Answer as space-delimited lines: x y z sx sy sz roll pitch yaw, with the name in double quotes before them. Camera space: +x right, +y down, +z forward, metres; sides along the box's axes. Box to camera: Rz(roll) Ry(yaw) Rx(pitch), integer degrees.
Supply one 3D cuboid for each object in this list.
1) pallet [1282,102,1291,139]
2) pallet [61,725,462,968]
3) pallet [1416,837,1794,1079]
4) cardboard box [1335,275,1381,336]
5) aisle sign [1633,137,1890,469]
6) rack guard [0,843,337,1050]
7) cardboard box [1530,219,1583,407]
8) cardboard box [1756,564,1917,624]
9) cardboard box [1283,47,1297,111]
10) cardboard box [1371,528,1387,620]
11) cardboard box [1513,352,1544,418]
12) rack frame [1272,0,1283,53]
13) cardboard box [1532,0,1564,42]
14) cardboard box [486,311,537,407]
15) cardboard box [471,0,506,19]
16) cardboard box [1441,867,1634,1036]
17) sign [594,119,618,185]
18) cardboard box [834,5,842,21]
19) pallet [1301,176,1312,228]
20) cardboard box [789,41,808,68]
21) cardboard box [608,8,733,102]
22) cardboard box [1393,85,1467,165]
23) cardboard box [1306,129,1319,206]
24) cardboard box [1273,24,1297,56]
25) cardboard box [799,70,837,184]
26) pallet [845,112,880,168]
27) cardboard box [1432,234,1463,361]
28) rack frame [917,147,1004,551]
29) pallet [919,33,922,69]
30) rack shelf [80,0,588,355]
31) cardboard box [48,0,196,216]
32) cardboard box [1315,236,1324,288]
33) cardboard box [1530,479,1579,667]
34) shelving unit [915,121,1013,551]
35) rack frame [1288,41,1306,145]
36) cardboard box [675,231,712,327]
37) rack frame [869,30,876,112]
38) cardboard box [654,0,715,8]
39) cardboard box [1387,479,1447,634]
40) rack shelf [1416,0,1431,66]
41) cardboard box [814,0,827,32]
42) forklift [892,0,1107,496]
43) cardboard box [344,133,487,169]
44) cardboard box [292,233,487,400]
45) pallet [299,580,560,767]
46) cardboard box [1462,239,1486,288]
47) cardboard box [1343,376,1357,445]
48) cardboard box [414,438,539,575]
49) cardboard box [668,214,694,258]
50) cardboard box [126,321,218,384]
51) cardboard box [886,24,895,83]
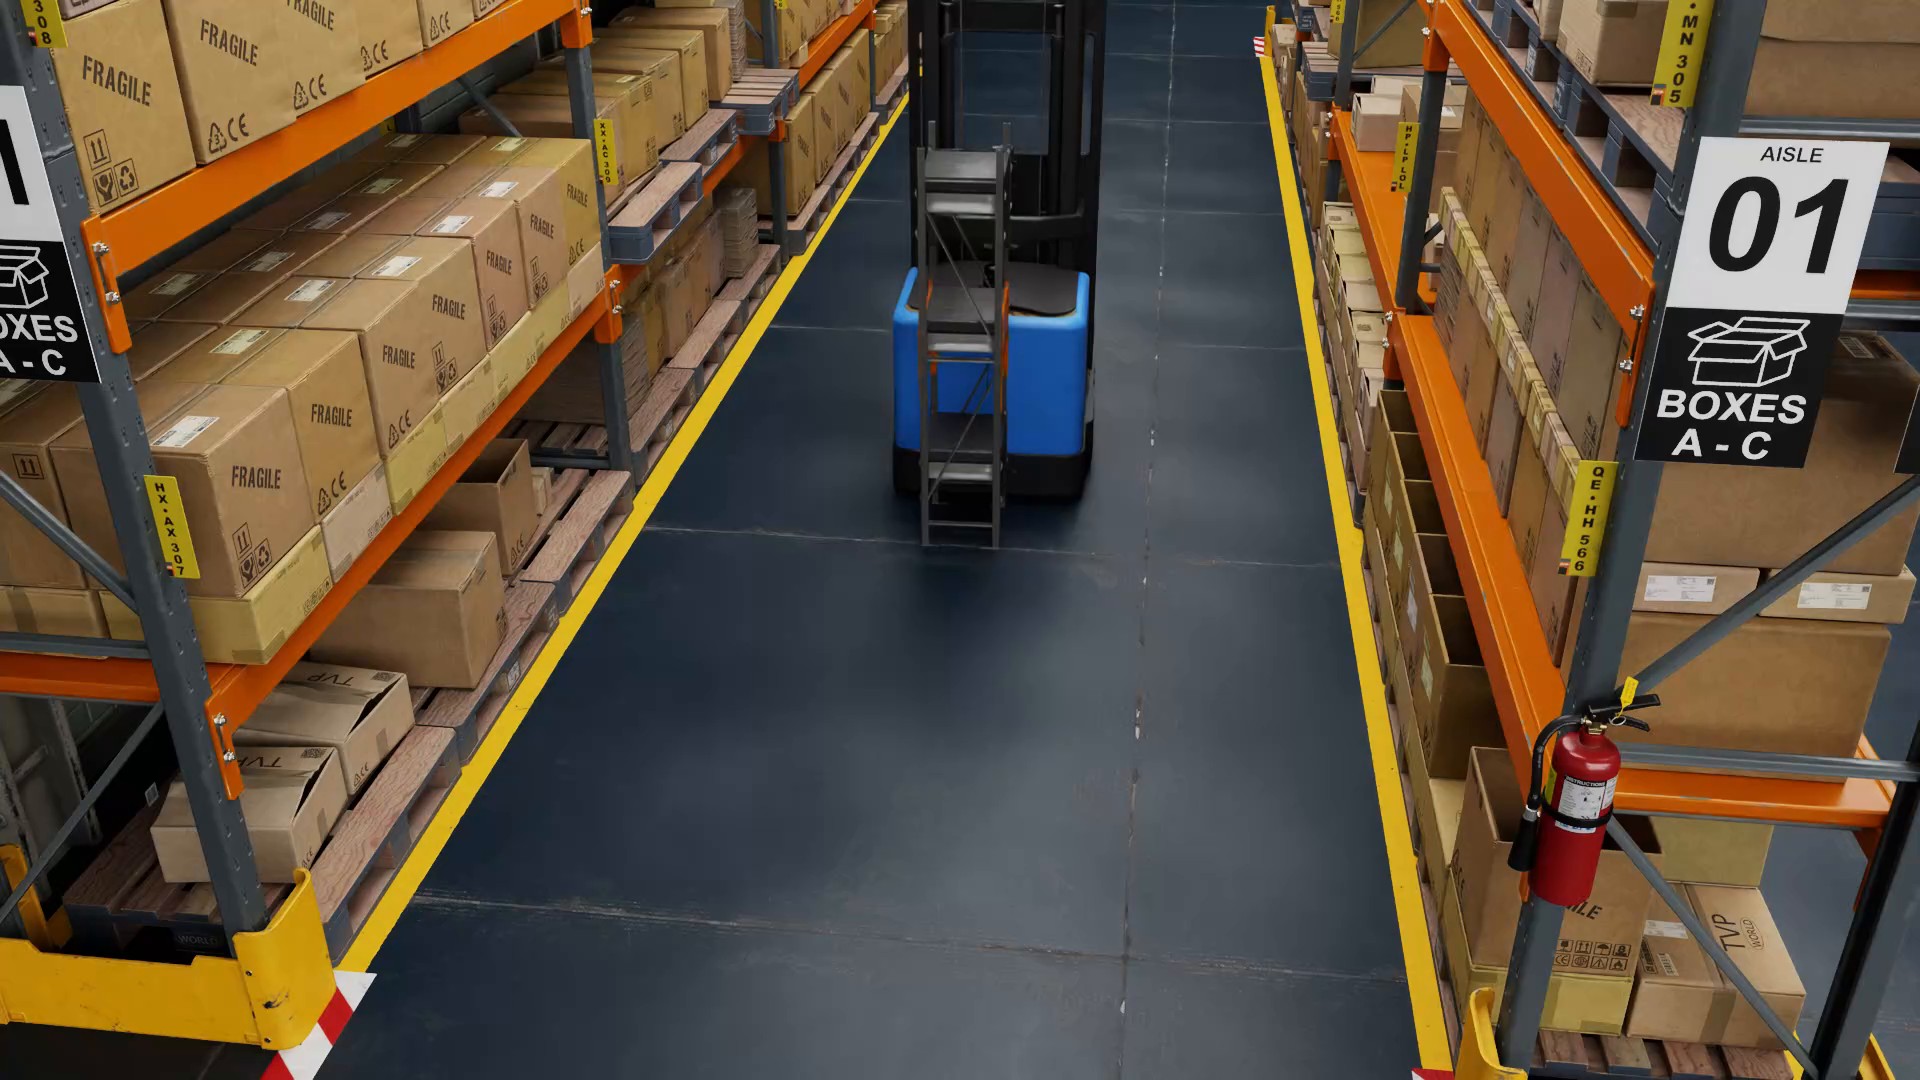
"pallet" 3.685 -4.144 16.219 1.003 0.211 1.213 3 28 6
"pallet" -2.643 1.126 6.438 1.003 0.211 1.213 3 28 6
"pallet" 2.182 1.466 5.807 1.003 0.211 1.213 3 28 6
"cardboard box" 2.571 -1.427 10.102 0.500 0.311 0.500 3 28 6
"aisle sign" 1.830 -0.530 3.830 0.394 0.787 0.004 3 28 6
"rack guard" -2.778 1.379 5.663 1.175 0.500 0.348 3 28 6
"cardboard box" 2.326 -0.744 5.495 0.700 0.500 0.500 3 29 6
"cardboard box" 2.392 0.099 4.615 0.380 0.149 0.250 3 28 6
"cardboard box" 3.388 -4.426 15.975 0.500 0.500 0.500 3 28 6
"cardboard box" 2.196 0.179 7.711 0.500 0.250 0.500 3 28 6
"cardboard box" 2.145 -0.530 5.781 0.380 0.149 0.250 4 29 8
"rack frame" 4.090 -6.931 18.453 1.000 3.000 0.127 3 28 6
"cardboard box" 2.077 -1.746 5.170 0.500 0.311 0.500 7 29 12
"cardboard box" -2.170 -0.799 7.208 0.500 0.250 0.500 3 28 6
"cardboard box" -2.188 -2.452 6.851 0.500 0.500 0.500 1 28 2
"cardboard box" 1.902 1.357 5.526 0.500 0.250 0.500 3 28 6
"sign" -1.758 -1.922 8.242 0.100 0.325 0.005 3 28 6
"cardboard box" -1.231 -4.578 14.330 0.380 0.149 0.250 3 28 6
"pallet" 3.391 -2.859 13.835 1.003 0.211 1.213 3 28 6
"cardboard box" -1.381 -3.729 12.754 0.380 0.149 0.250 4 29 8
"cardboard box" -1.896 -3.203 10.963 0.700 0.500 0.500 1 28 1
"cardboard box" 2.921 -2.418 9.971 0.500 0.500 0.500 2 28 3
"cardboard box" 3.055 -2.956 13.246 0.500 0.500 0.500 2 28 4
"cardboard box" 3.681 -5.439 18.119 0.500 0.250 0.500 3 28 6
"cardboard box" -1.473 -3.440 13.797 0.750 0.750 0.750 3 28 6
"pallet" -1.337 -3.739 15.468 1.003 0.211 1.213 3 28 6
"cardboard box" 2.572 -1.117 7.556 0.700 0.500 0.500 3 28 5
"rack frame" 0.002 -0.880 8.169 0.400 2.100 0.015 2 28 5
"pallet" -0.847 -5.608 18.938 1.003 0.211 1.213 3 28 6
"rack shelf" -2.542 -1.631 6.211 1.077 0.370 4.000 3 28 6
"cardboard box" -2.498 -1.202 4.529 0.500 0.500 0.500 4 29 8
"cardboard box" 2.754 -1.910 11.589 0.500 0.250 0.500 3 28 6
"cardboard box" 2.259 0.090 5.315 0.700 0.500 0.500 4 29 8
"shelving unit" 0.024 -0.995 8.383 0.431 2.100 0.503 2 28 5
"rack frame" 3.600 -5.048 14.958 1.000 3.000 0.127 3 28 6
"cardboard box" -2.055 -1.731 10.973 0.700 0.500 0.500 3 28 6
"rack frame" -1.317 -5.334 15.489 1.000 3.000 0.127 3 28 6
"cardboard box" -1.844 -3.658 11.124 0.380 0.149 0.250 -1 28 -2
"cardboard box" 2.130 0.084 7.097 0.500 0.500 0.500 3 28 6
"rack shelf" 2.865 -3.228 9.174 1.077 0.370 4.000 3 28 6
"cardboard box" -1.358 -4.328 13.182 0.500 0.500 0.500 3 28 6
"forklift" 0.279 -2.198 9.740 1.130 2.935 3.031 2 28 5
"cardboard box" -2.562 -1.632 7.964 0.500 0.500 0.500 3 28 5
"cardboard box" -2.239 -0.884 6.575 0.500 0.500 0.500 4 29 8
"pallet" -2.491 0.553 7.501 1.003 0.211 1.213 3 28 6
"cardboard box" 2.303 -1.133 6.902 0.380 0.149 0.250 3 28 6
"cardboard box" 2.447 -0.707 9.356 0.500 0.250 0.500 3 28 5
"cardboard box" -2.384 -0.171 8.076 0.500 0.500 0.500 1 28 2
"cardboard box" -2.033 -2.026 10.728 0.500 0.250 0.500 3 28 6
"cardboard box" -2.869 -0.429 5.730 0.500 0.500 0.500 4 29 7
"cardboard box" -1.059 -5.001 17.063 0.700 0.500 0.500 3 28 6
